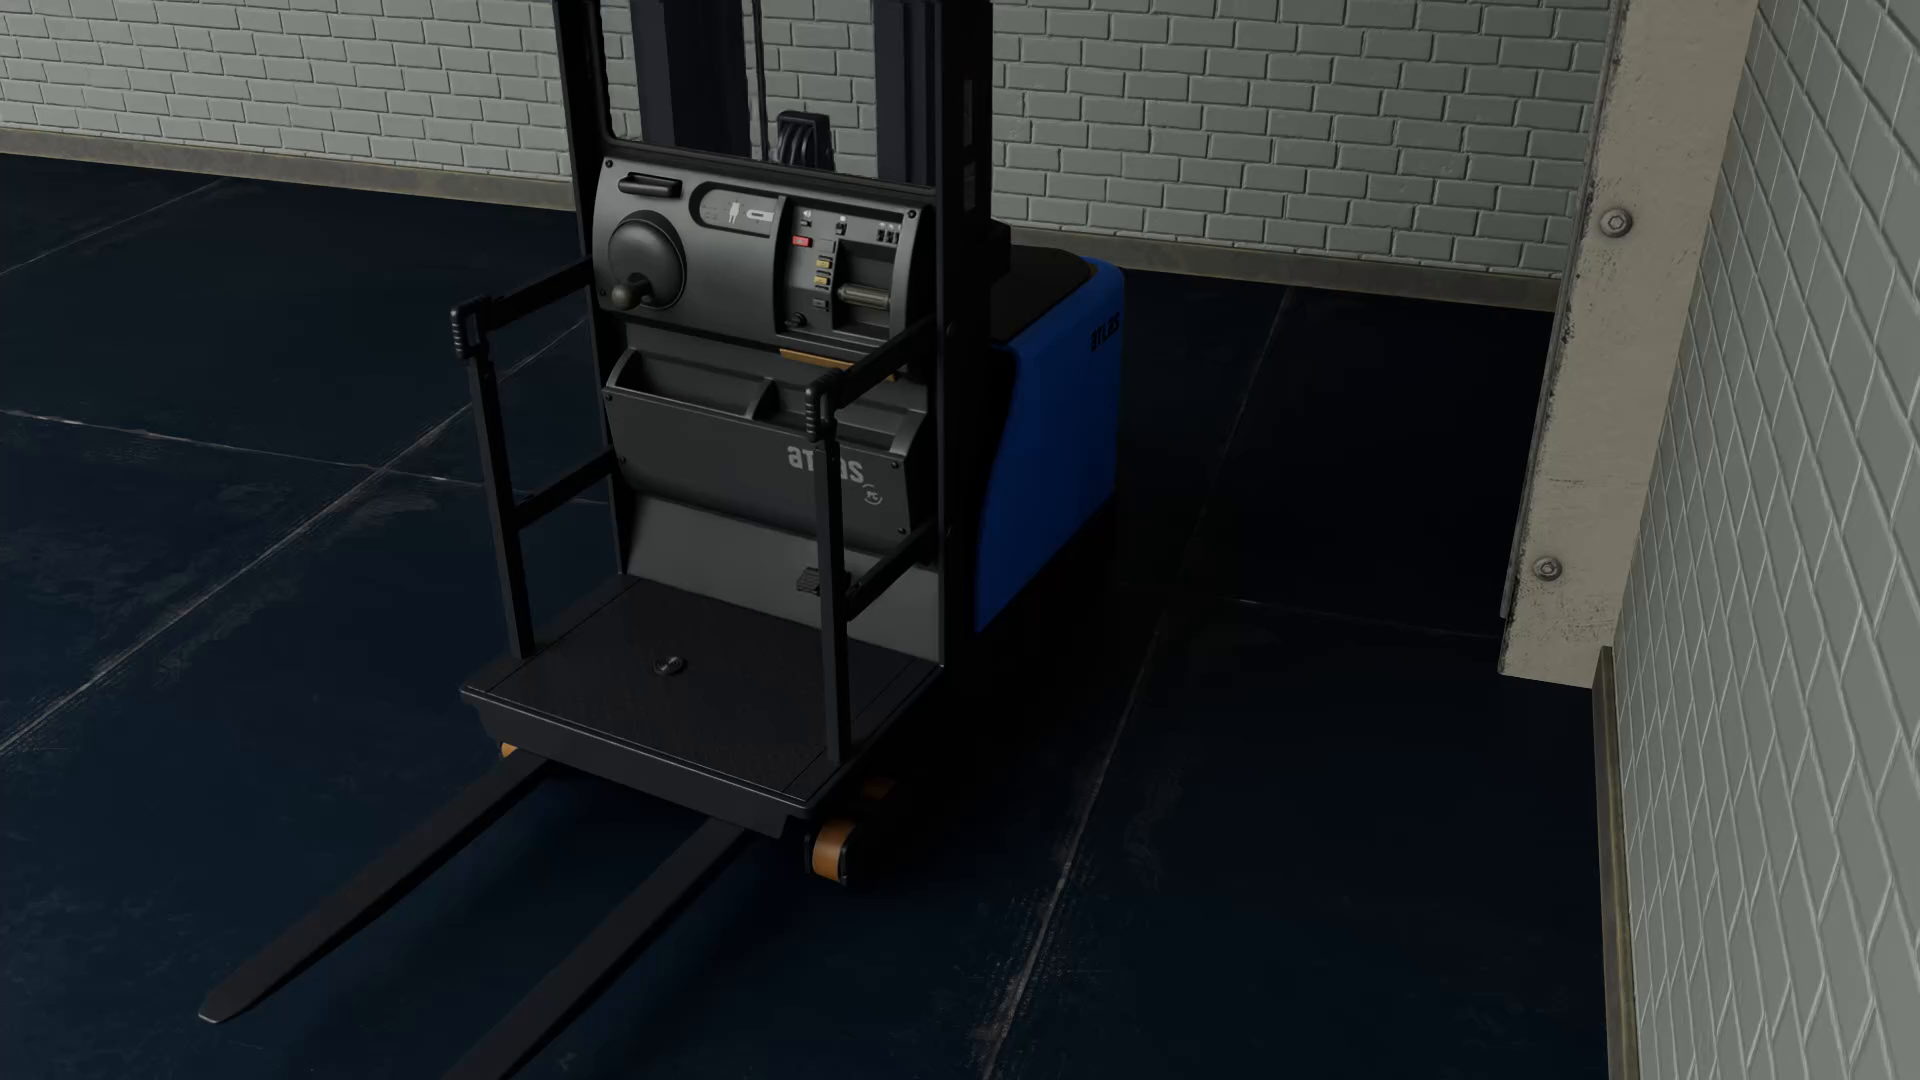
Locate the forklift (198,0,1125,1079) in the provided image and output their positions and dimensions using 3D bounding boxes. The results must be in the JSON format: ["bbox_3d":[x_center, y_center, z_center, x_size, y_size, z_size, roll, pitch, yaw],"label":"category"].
[{"bbox_3d":[-0.611,-0.665,3.931,1.130,2.935,3.031,14,32,24],"label":"forklift"}]

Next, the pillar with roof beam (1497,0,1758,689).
[{"bbox_3d":[-2.286,-4.213,4.067,9.100,9.000,0.400,8,30,15],"label":"pillar with roof beam"}]
